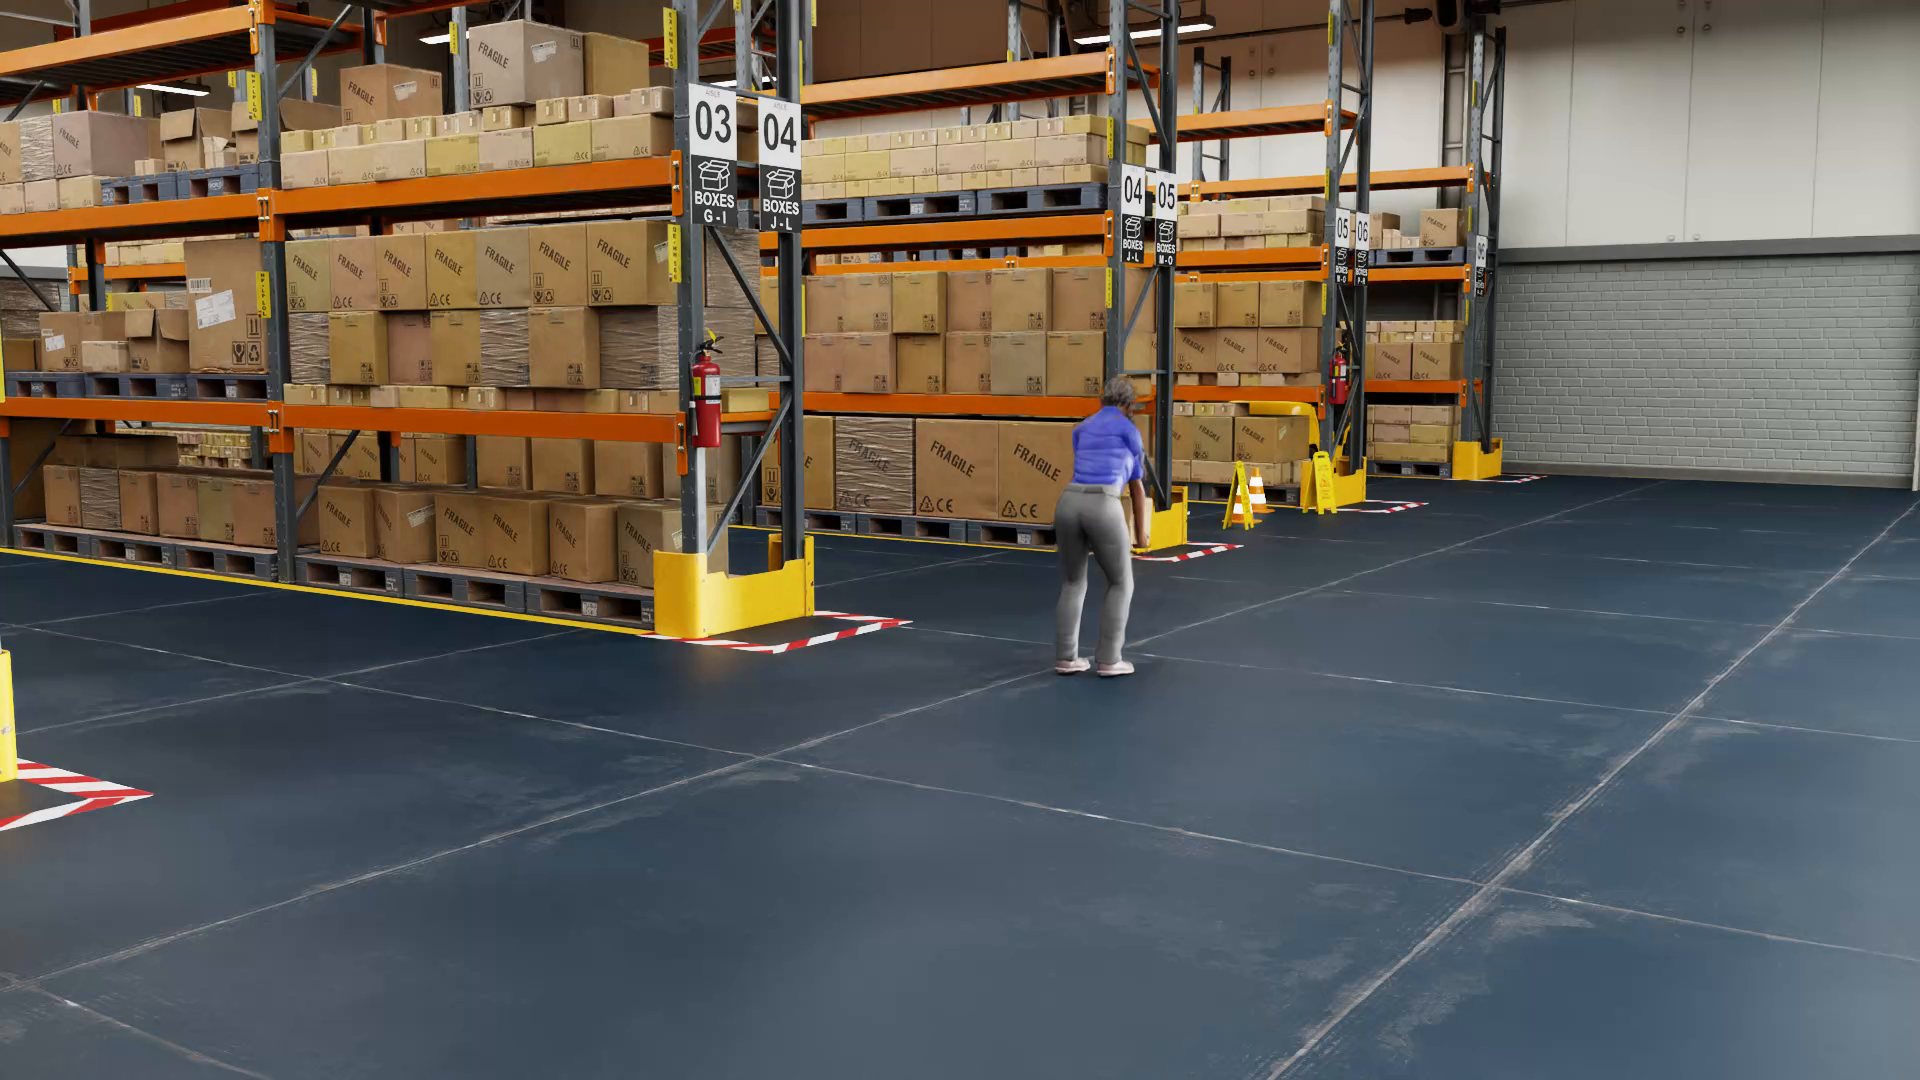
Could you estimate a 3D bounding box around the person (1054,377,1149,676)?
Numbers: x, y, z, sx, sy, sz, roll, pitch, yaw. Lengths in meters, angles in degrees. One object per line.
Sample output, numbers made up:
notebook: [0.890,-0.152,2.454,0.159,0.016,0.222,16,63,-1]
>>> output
person: [0.740,-0.073,8.701,0.406,1.551,0.595,4,8,32]
